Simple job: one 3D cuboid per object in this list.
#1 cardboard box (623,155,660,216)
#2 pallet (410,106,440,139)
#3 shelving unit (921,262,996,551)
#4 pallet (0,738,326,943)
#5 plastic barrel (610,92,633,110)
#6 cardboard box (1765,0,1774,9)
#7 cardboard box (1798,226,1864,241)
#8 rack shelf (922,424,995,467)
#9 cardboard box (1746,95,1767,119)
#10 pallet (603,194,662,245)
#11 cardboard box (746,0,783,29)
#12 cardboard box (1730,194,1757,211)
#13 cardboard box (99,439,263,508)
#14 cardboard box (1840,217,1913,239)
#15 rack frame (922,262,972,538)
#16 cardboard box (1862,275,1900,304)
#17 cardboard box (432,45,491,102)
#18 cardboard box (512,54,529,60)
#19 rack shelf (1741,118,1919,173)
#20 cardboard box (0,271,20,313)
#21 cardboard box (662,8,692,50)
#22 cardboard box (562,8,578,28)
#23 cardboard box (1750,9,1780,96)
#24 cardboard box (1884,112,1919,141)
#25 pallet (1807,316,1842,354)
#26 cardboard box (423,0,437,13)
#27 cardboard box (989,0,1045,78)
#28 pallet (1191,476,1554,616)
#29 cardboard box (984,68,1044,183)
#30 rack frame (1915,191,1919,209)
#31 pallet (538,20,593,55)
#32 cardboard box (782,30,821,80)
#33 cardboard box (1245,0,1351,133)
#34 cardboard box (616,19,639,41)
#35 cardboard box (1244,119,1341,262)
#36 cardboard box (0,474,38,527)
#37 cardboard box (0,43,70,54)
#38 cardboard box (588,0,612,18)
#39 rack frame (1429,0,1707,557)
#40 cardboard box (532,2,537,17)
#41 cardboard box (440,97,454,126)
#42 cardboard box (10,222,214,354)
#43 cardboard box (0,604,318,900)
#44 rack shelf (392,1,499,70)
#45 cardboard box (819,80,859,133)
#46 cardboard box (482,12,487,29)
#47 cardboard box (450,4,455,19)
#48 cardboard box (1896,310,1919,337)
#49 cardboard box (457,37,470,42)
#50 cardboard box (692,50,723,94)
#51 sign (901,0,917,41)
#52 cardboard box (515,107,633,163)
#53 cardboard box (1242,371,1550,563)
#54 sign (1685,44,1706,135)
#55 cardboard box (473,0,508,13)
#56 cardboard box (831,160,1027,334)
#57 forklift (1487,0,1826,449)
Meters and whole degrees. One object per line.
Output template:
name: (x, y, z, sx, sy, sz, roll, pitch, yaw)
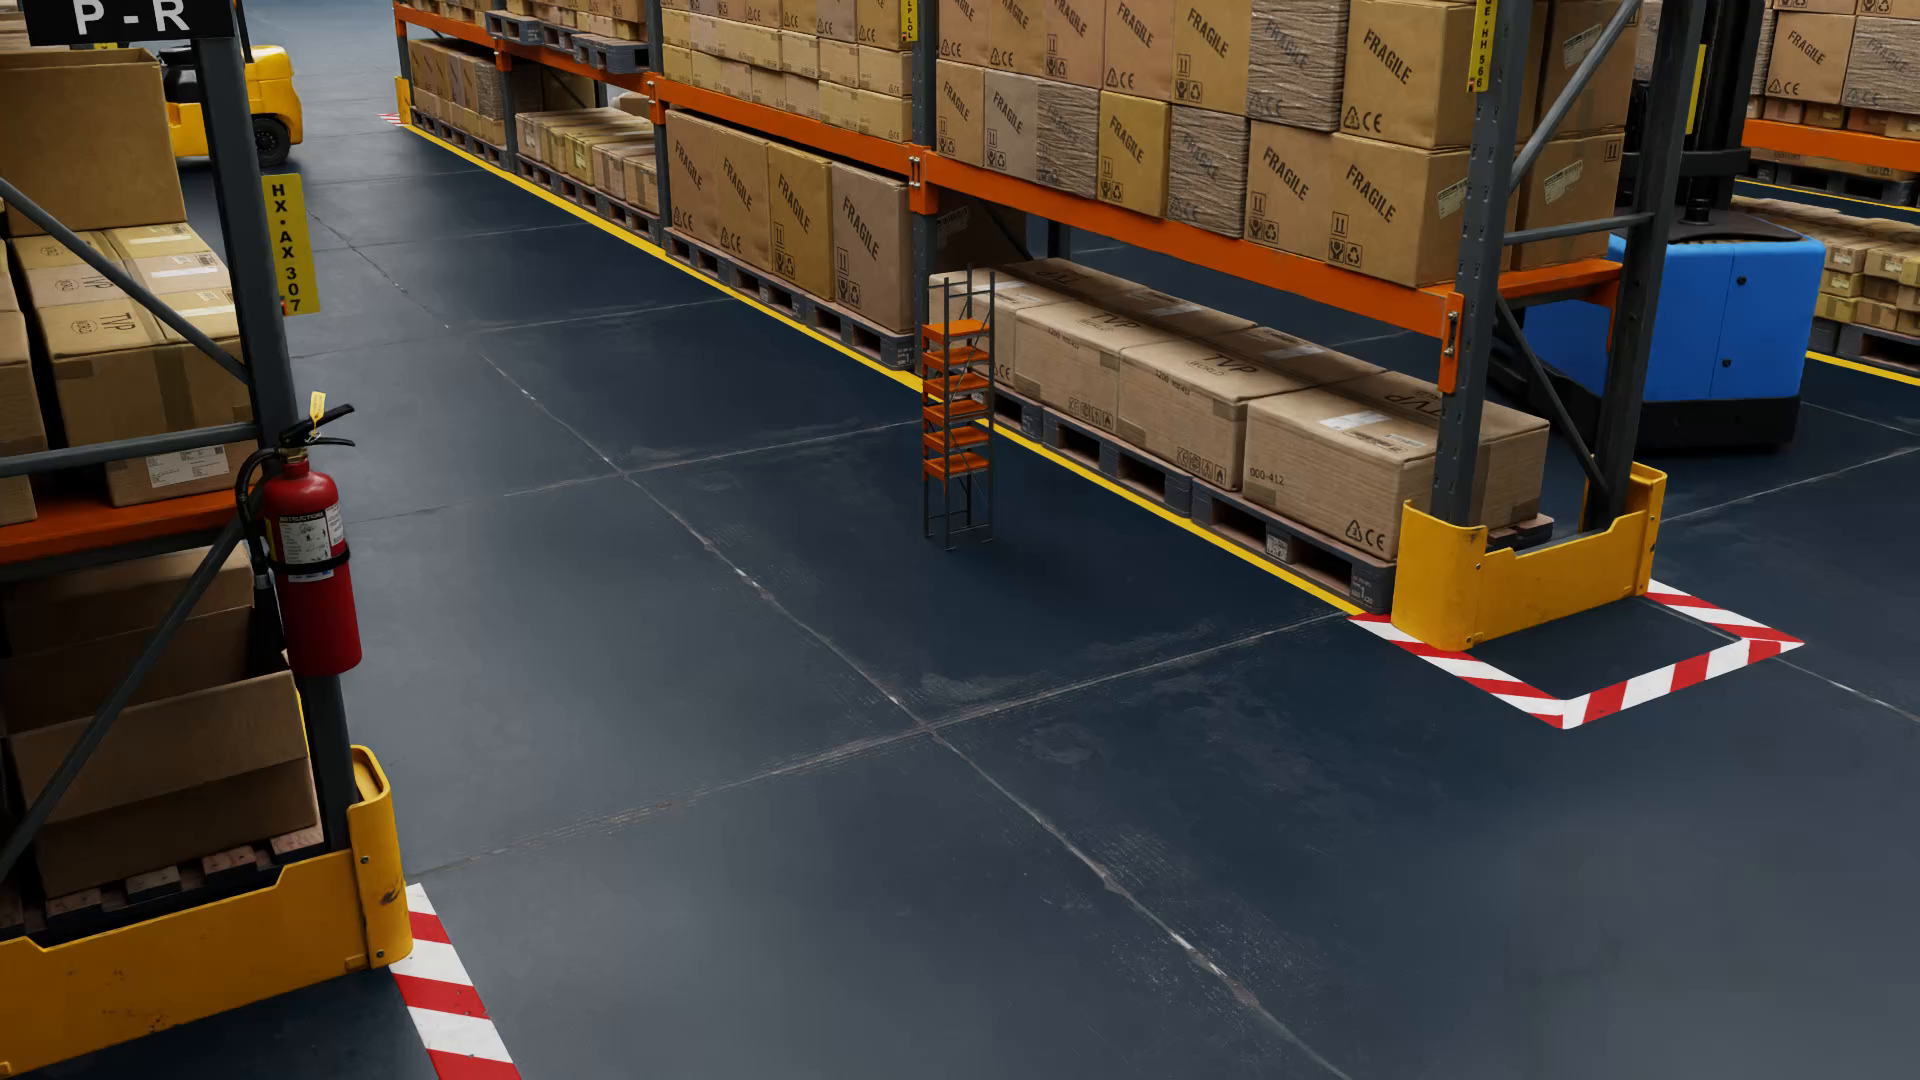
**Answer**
cardboard box: (-2.127, -2.885, 13.357, 0.950, 0.372, 0.625, -15, 26, -32)
pallet: (-5.511, -4.726, 18.659, 1.003, 0.211, 1.213, -13, 25, -28)
shelving unit: (-0.007, -0.561, 7.097, 0.258, 1.200, 0.189, -13, 25, -28)
pallet: (-2.473, 0.832, 4.984, 1.003, 0.211, 1.213, -13, 25, -28)
plastic barrel: (-3.577, -4.741, 18.414, 0.512, 0.421, 0.421, 4, 22, 9)
cardboard box: (4.929, -3.533, 10.165, 0.500, 0.500, 0.500, -12, 25, -27)
cardboard box: (5.332, -1.821, 10.245, 0.380, 0.149, 0.250, -14, 26, -30)
rack shelf: (-0.007, -0.408, 7.159, 0.258, 0.103, 0.180, -13, 25, -28)
cardboard box: (4.978, -2.725, 10.365, 0.380, 0.149, 0.250, -11, 25, -26)
pallet: (-2.245, -2.684, 13.635, 1.003, 0.211, 1.213, -13, 25, -28)
cardboard box: (-1.038, -3.532, 10.558, 0.500, 0.500, 0.500, -12, 25, -27)
cardboard box: (5.169, -2.244, 11.286, 0.380, 0.149, 0.250, -12, 25, -27)
cardboard box: (-1.958, -0.220, 4.202, 0.380, 0.149, 0.250, -13, 25, -29)
cardboard box: (5.778, -1.924, 10.501, 0.380, 0.149, 0.250, -12, 25, -27)
rack frame: (-0.054, -0.590, 7.170, 0.240, 1.200, 0.006, -13, 25, -28)
cardboard box: (5.612, -1.520, 9.901, 0.380, 0.149, 0.250, -13, 25, -29)
cardboard box: (-5.227, -4.926, 17.546, 0.500, 0.500, 0.500, -12, 25, -27)
cardboard box: (-4.244, -4.700, 16.988, 0.500, 0.500, 0.500, -11, 25, -26)
rack shelf: (5.421, -2.432, 10.267, 1.077, 0.370, 4.000, -13, 25, -28)
cardboard box: (-2.752, -0.510, 4.388, 0.500, 0.250, 0.500, -13, 25, -28)
cardboard box: (-1.801, -3.673, 11.900, 0.500, 0.250, 0.500, -13, 25, -29)
cardboard box: (-3.077, -4.348, 13.801, 0.380, 0.149, 0.250, -14, 26, -30)
cardboard box: (4.921, -3.059, 10.326, 0.500, 0.500, 0.500, -13, 26, -29)
cardboard box: (5.538, -2.388, 9.536, 0.380, 0.149, 0.250, -14, 26, -31)
pallet: (5.400, -1.515, 10.758, 1.003, 0.211, 1.213, -13, 25, -28)
cardboard box: (-5.480, -5.697, 17.679, 0.380, 0.149, 0.250, -12, 25, -27)
cardboard box: (0.484, -2.572, 8.195, 0.500, 0.500, 0.500, -13, 25, -29)
pallet: (1.763, -0.085, 7.240, 1.003, 0.211, 1.213, -13, 25, -28)
cardboard box: (0.464, -2.108, 8.382, 0.500, 0.500, 0.500, -12, 25, -28)
rack frame: (8.715, -4.334, 13.991, 1.000, 3.000, 0.127, -13, 25, -28)
pallet: (-2.894, -4.267, 14.080, 1.003, 0.211, 1.213, -13, 25, -28)
cardboard box: (-0.770, -3.013, 10.275, 0.500, 0.250, 0.500, -12, 25, -27)
cardboard box: (1.496, -1.916, 6.582, 0.500, 0.500, 0.500, -13, 25, -28)
cardboard box: (-2.416, -3.935, 12.784, 0.380, 0.149, 0.250, -12, 25, -27)
cardboard box: (1.522, -1.450, 6.762, 0.500, 0.500, 0.500, -13, 26, -29)
cardboard box: (-2.426, -0.116, 3.948, 0.380, 0.149, 0.250, -13, 25, -29)
cardboard box: (-4.124, -1.912, 7.342, 0.700, 0.500, 0.500, -12, 25, -27)
cardboard box: (-2.592, -4.360, 12.970, 0.500, 0.500, 0.500, -13, 26, -29)
rack frame: (2.239, -1.133, 6.115, 1.000, 3.000, 0.127, -13, 25, -28)
cardboard box: (-3.549, -4.696, 14.658, 0.380, 0.149, 0.250, -11, 25, -25)
cardboard box: (-5.216, -4.578, 17.685, 0.500, 0.250, 0.500, -11, 24, -25)
cardboard box: (-2.546, -0.771, 5.028, 0.500, 0.250, 0.500, -13, 26, -29)
cardboard box: (-2.257, 0.569, 4.686, 0.797, 0.503, 0.637, -14, 26, -30)
rack shelf: (-4.912, -5.332, 17.401, 1.077, 0.370, 4.000, -13, 25, -28)
cardboard box: (-0.509, -2.620, 9.973, 0.500, 0.250, 0.500, -13, 25, -29)
cardboard box: (-4.317, -4.947, 15.831, 0.380, 0.149, 0.250, -13, 25, -29)
cardboard box: (-4.944, -5.363, 16.857, 0.380, 0.149, 0.250, -13, 26, -29)
cardboard box: (5.715, -1.288, 9.725, 0.380, 0.149, 0.250, -13, 25, -28)
cardboard box: (-5.301, -5.371, 18.641, 0.500, 0.500, 0.500, -12, 25, -28)
cardboard box: (-1.536, -3.284, 11.605, 0.500, 0.250, 0.500, -13, 26, -30)
sign: (-0.266, -2.820, 8.833, 0.100, 0.325, 0.005, -13, 25, -28)
cardboard box: (-3.621, -3.825, 15.671, 0.950, 0.372, 0.625, -12, 25, -28)
cardboard box: (1.816, -0.335, 6.997, 0.875, 0.438, 0.875, -14, 26, -30)
sign: (2.719, -1.676, 6.195, 0.100, 0.325, 0.005, -13, 25, -28)
cardboard box: (-4.332, -5.298, 15.834, 0.500, 0.500, 0.500, -13, 26, -30)
cardboard box: (-0.190, -1.823, 10.078, 0.875, 0.875, 0.875, -12, 25, -27)
forklift: (3.531, -2.324, 9.136, 1.130, 2.935, 3.031, -2, 22, -5)
